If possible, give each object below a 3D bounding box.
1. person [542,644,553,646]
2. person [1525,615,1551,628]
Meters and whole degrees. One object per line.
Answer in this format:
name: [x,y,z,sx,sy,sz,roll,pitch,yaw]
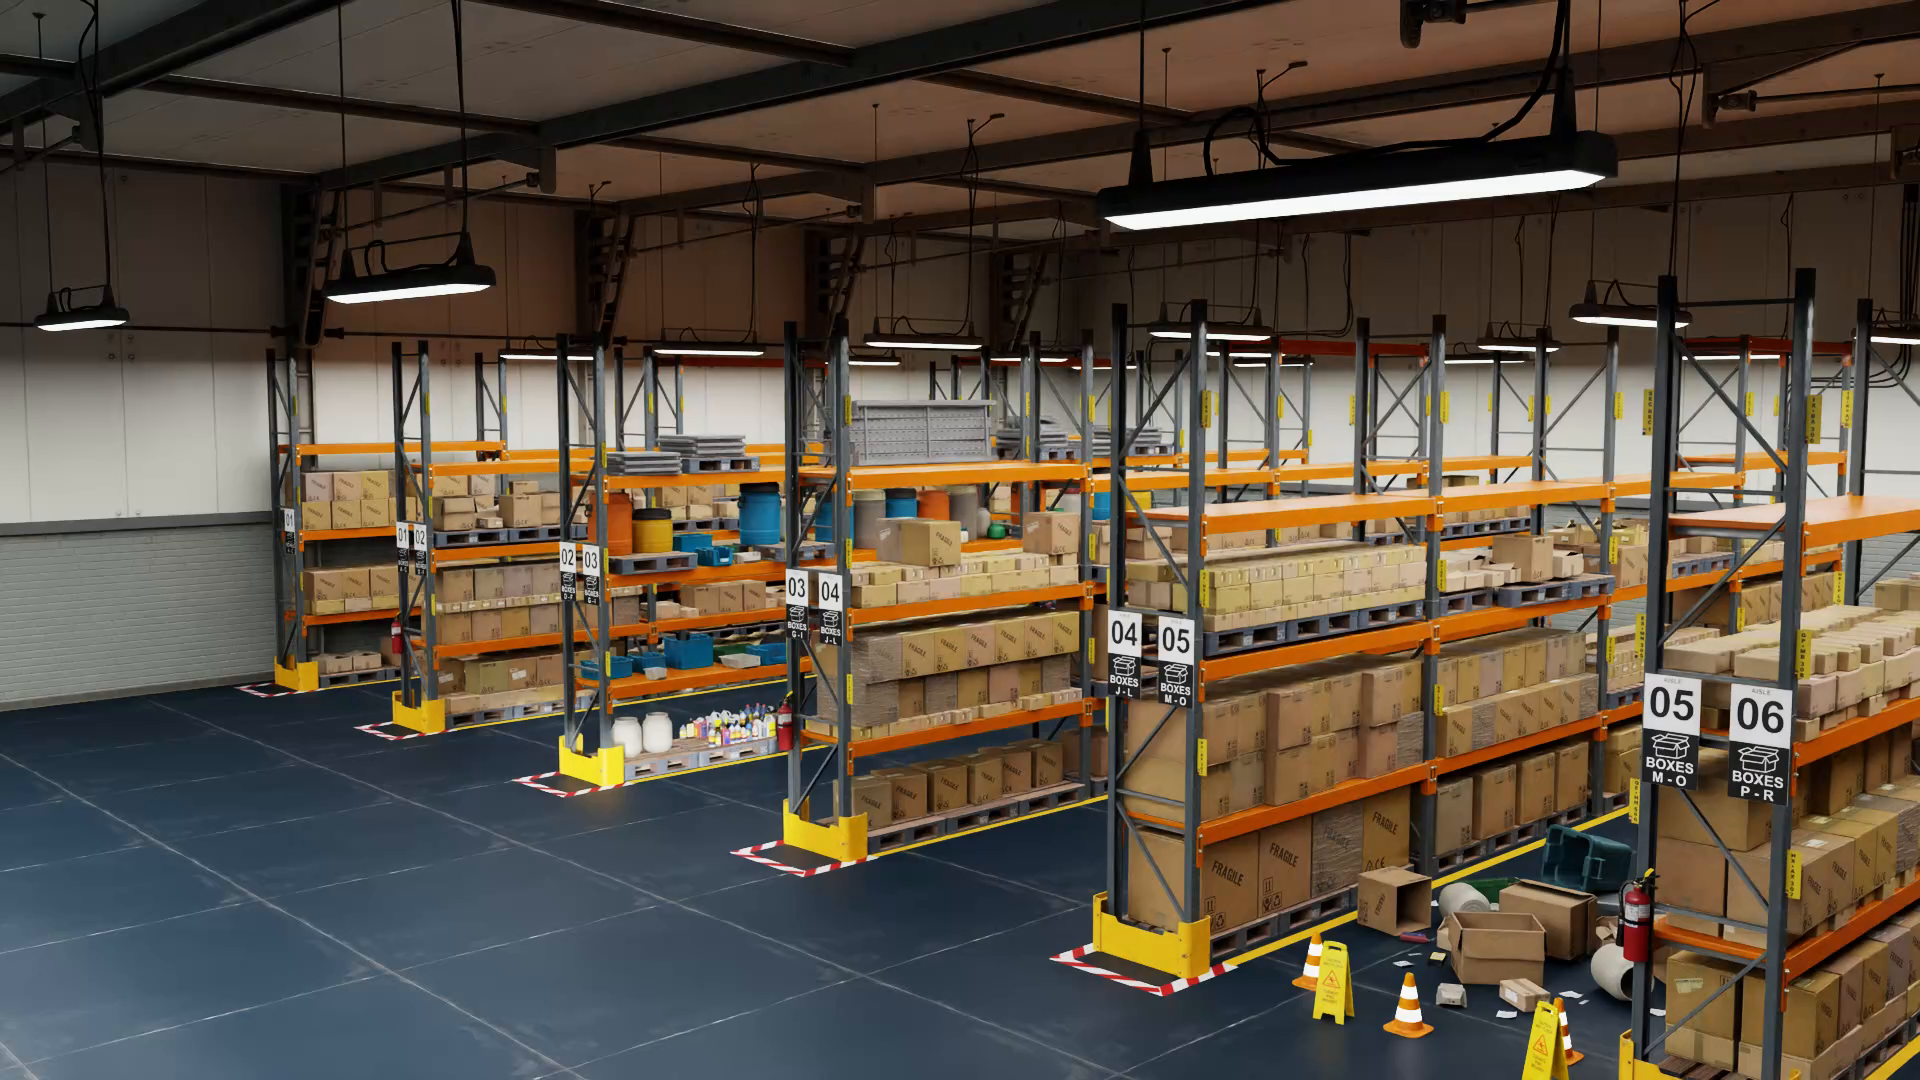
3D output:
person: [-7.289,1.818,29.445,0.485,1.604,0.540,3,6,32]
person: [11.146,1.554,32.363,1.061,1.583,0.523,-3,6,-34]
